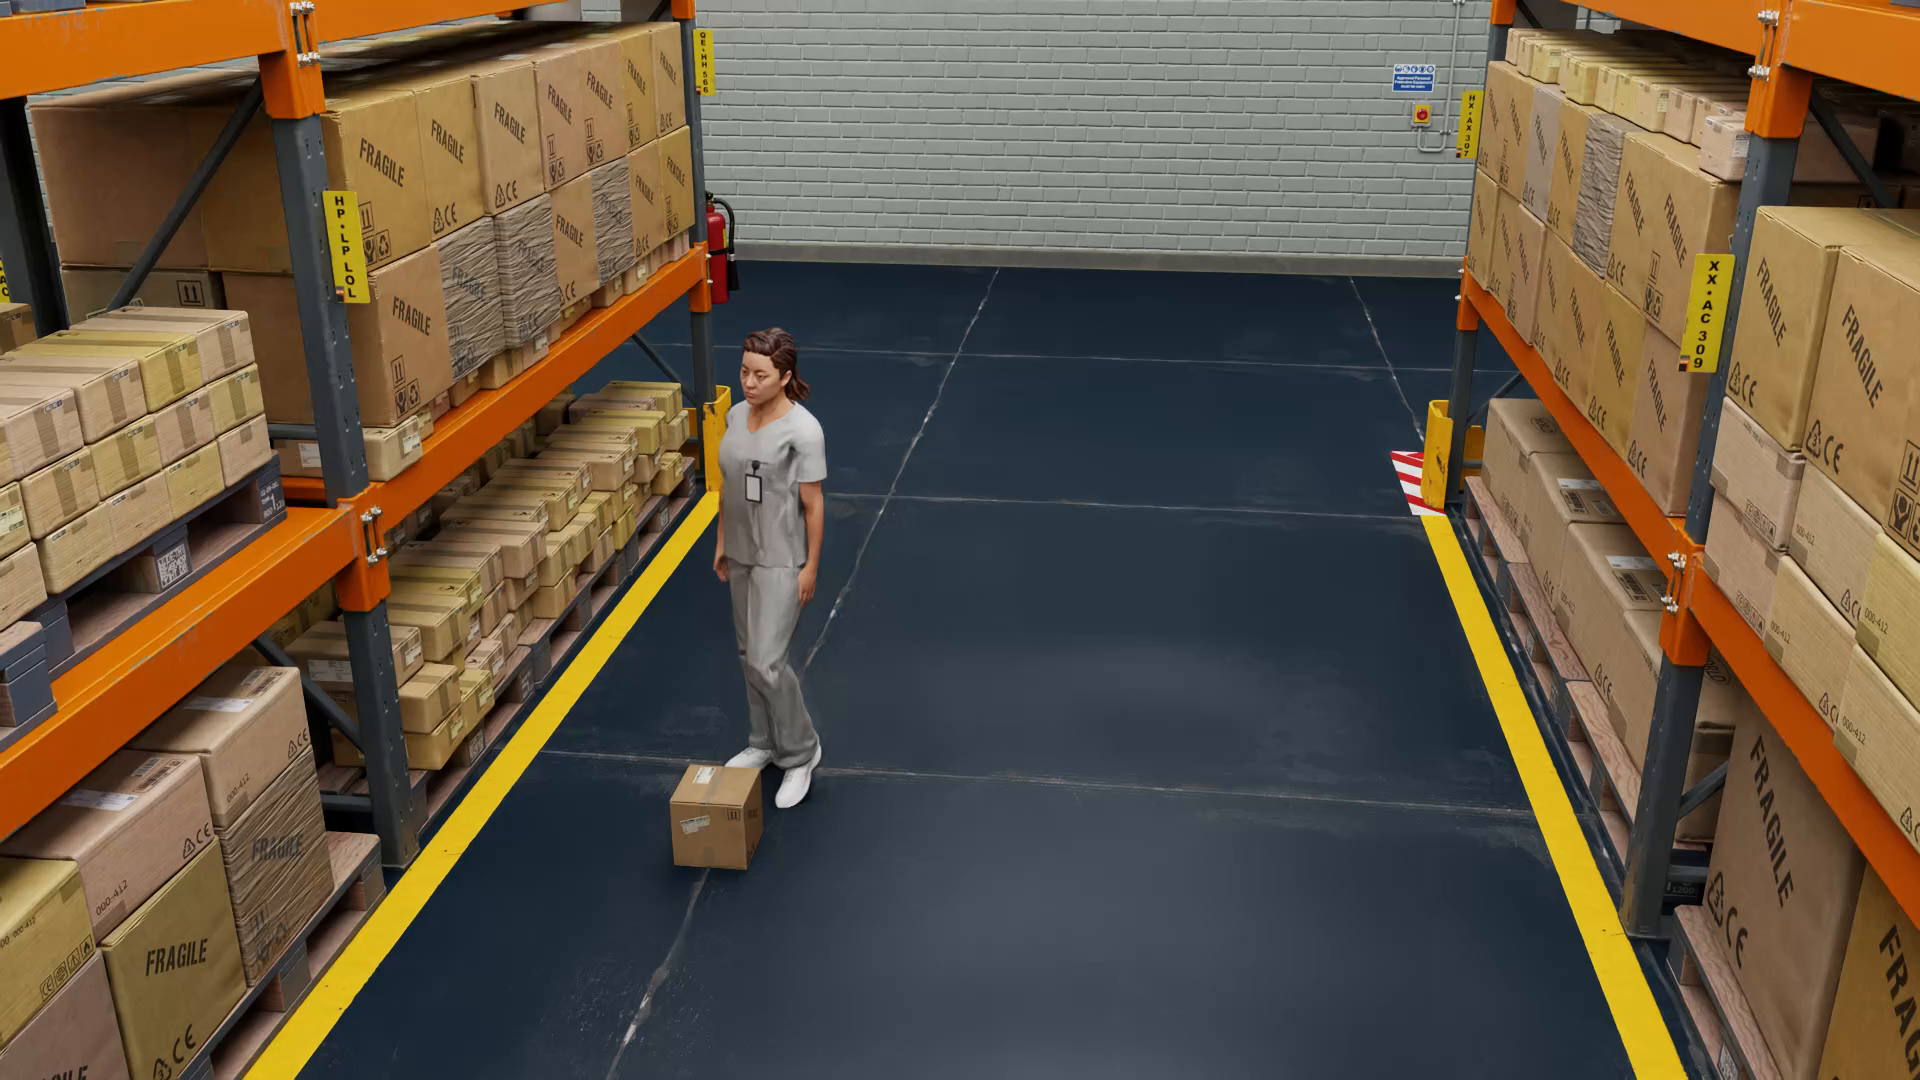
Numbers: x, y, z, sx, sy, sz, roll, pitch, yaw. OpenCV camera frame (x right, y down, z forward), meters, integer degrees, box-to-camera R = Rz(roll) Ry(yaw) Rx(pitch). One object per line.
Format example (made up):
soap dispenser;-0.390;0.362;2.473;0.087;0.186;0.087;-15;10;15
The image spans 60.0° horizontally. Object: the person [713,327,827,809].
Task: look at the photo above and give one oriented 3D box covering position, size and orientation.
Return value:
person;-0.694;0.086;5.869;0.486;1.695;0.424;18;28;39
